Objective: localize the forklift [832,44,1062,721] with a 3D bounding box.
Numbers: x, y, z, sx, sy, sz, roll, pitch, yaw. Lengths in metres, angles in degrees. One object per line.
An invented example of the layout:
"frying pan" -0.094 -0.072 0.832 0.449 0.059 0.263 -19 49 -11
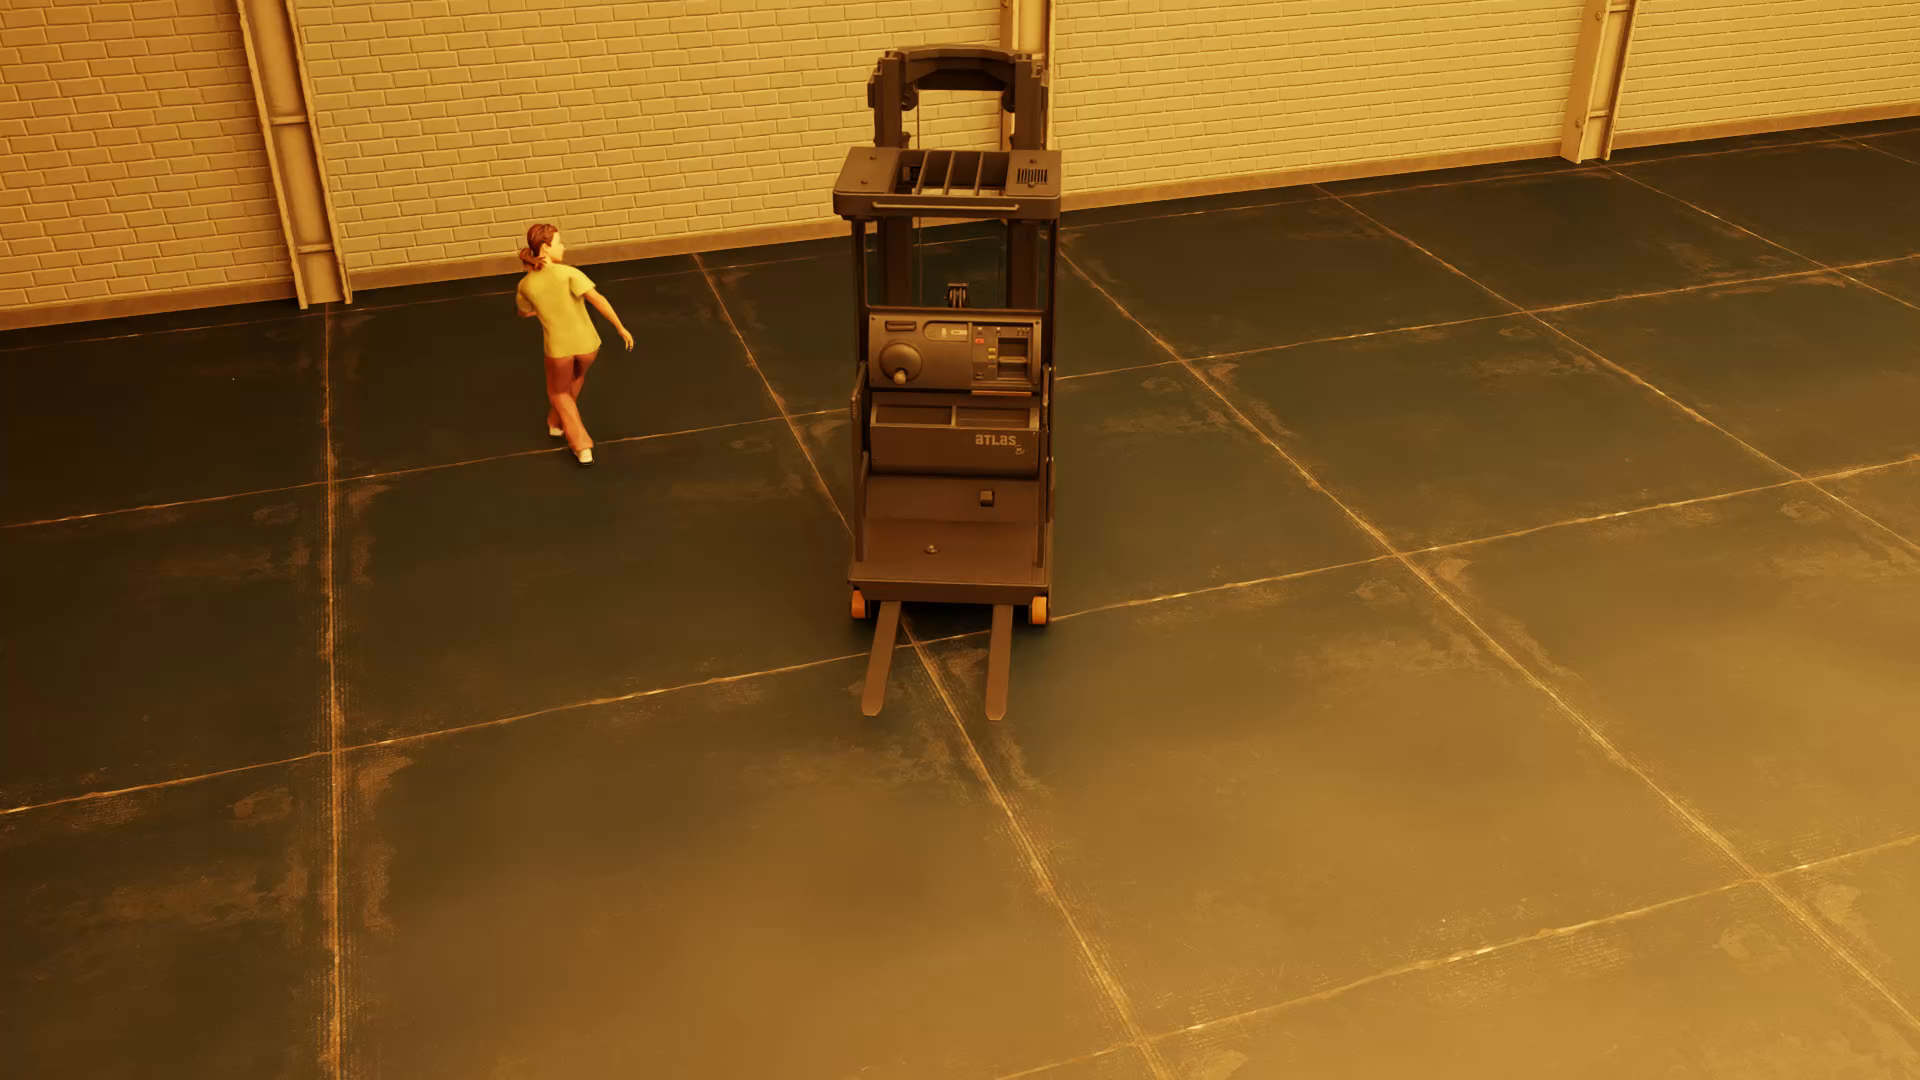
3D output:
"forklift" -0.039 -0.967 8.767 1.130 2.935 3.031 2 30 3

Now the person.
"person" -2.487 -1.307 10.783 0.706 1.538 0.754 -6 31 -11
